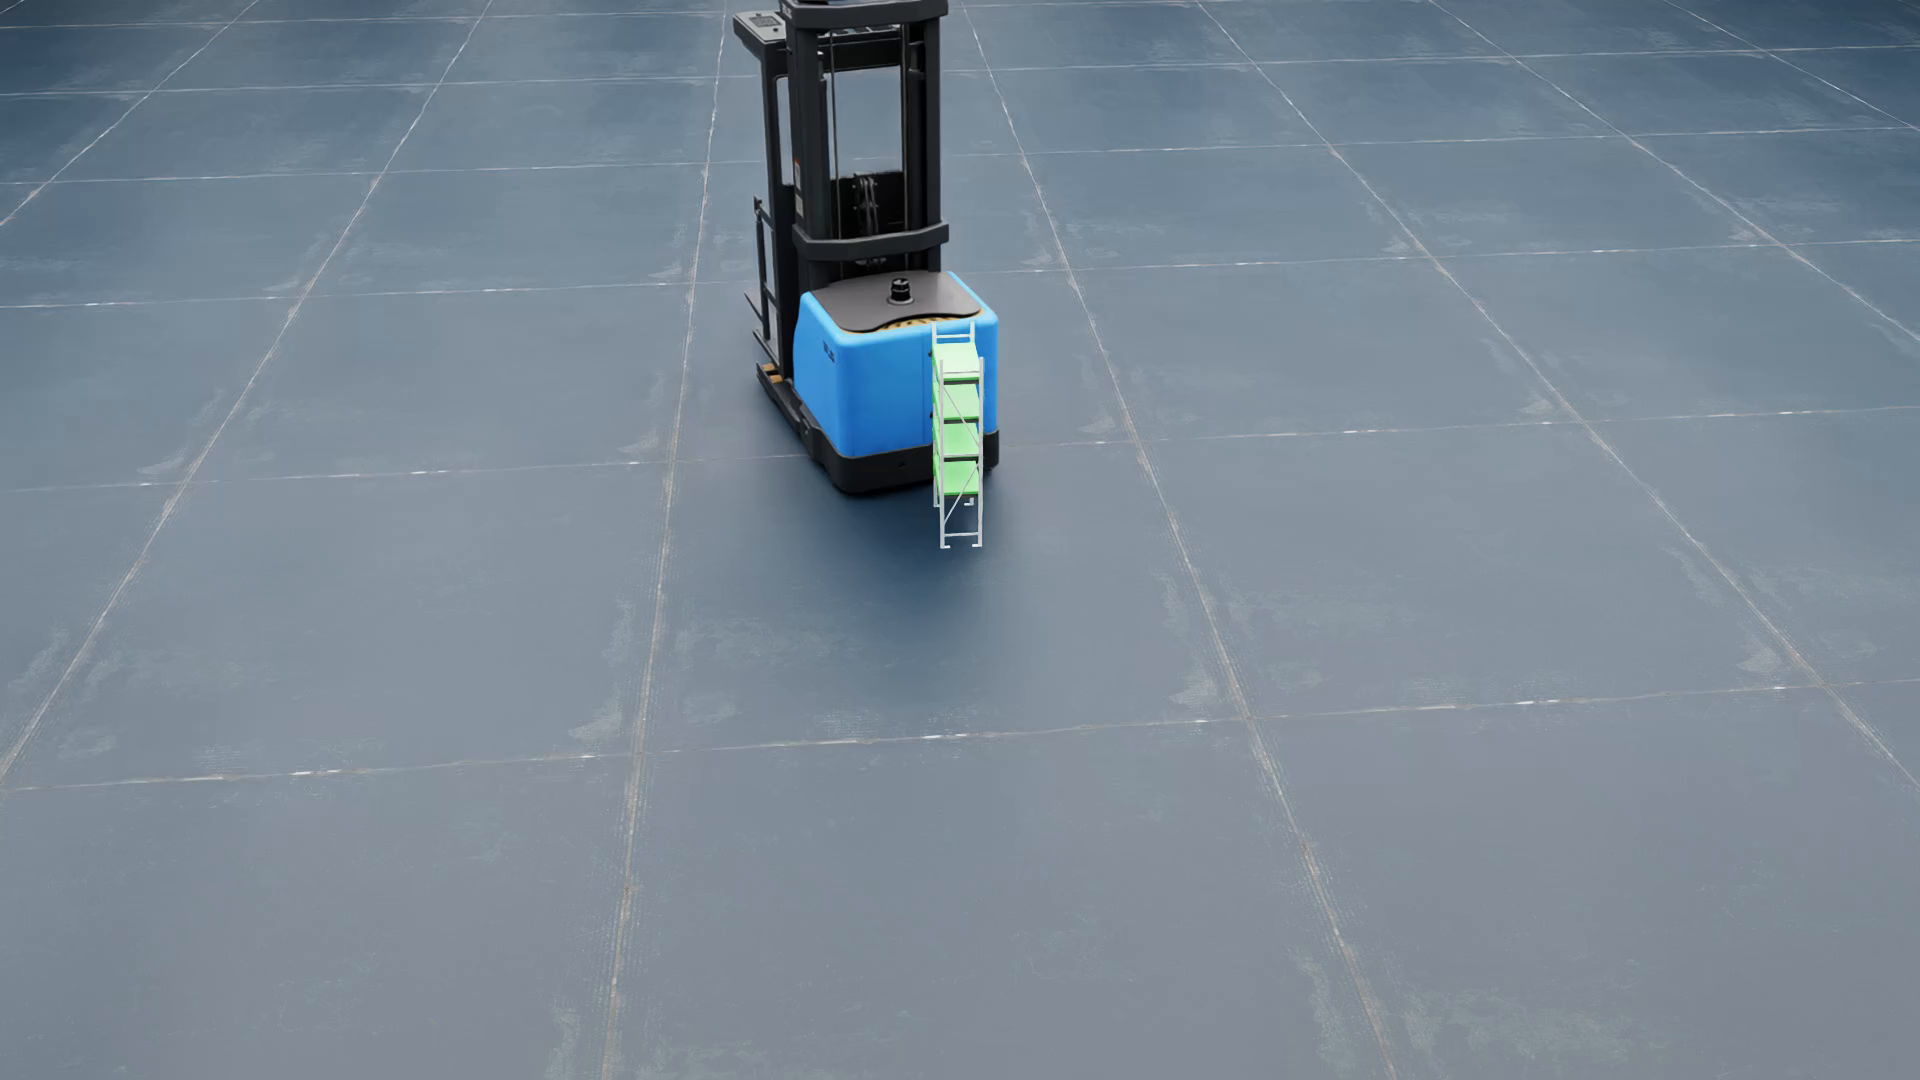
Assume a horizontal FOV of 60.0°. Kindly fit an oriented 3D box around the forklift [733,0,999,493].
[{"bbox_3d":[-0.760,-2.288,10.723,1.130,2.935,3.031,-11,33,-18],"label":"forklift"}]

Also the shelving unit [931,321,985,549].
[{"bbox_3d":[-0.015,-0.600,9.584,0.258,1.200,0.503,-3,31,-5],"label":"shelving unit"}]

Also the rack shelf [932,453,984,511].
[{"bbox_3d":[-0.015,-0.339,9.740,0.258,0.148,0.480,-3,31,-5],"label":"rack shelf"}]

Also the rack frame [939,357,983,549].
[{"bbox_3d":[0.007,-0.475,9.375,0.240,1.200,0.015,-3,31,-5],"label":"rack frame"}]

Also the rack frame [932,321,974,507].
[{"bbox_3d":[-0.038,-0.724,9.792,0.240,1.200,0.015,-3,31,-5],"label":"rack frame"}]

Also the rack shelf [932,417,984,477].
[{"bbox_3d":[-0.015,-0.545,9.617,0.258,0.148,0.480,-3,31,-5],"label":"rack shelf"}]

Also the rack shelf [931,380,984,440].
[{"bbox_3d":[-0.015,-0.751,9.494,0.258,0.148,0.480,-3,31,-5],"label":"rack shelf"}]

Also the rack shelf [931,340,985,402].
[{"bbox_3d":[-0.015,-0.957,9.370,0.258,0.148,0.480,-3,31,-5],"label":"rack shelf"}]
